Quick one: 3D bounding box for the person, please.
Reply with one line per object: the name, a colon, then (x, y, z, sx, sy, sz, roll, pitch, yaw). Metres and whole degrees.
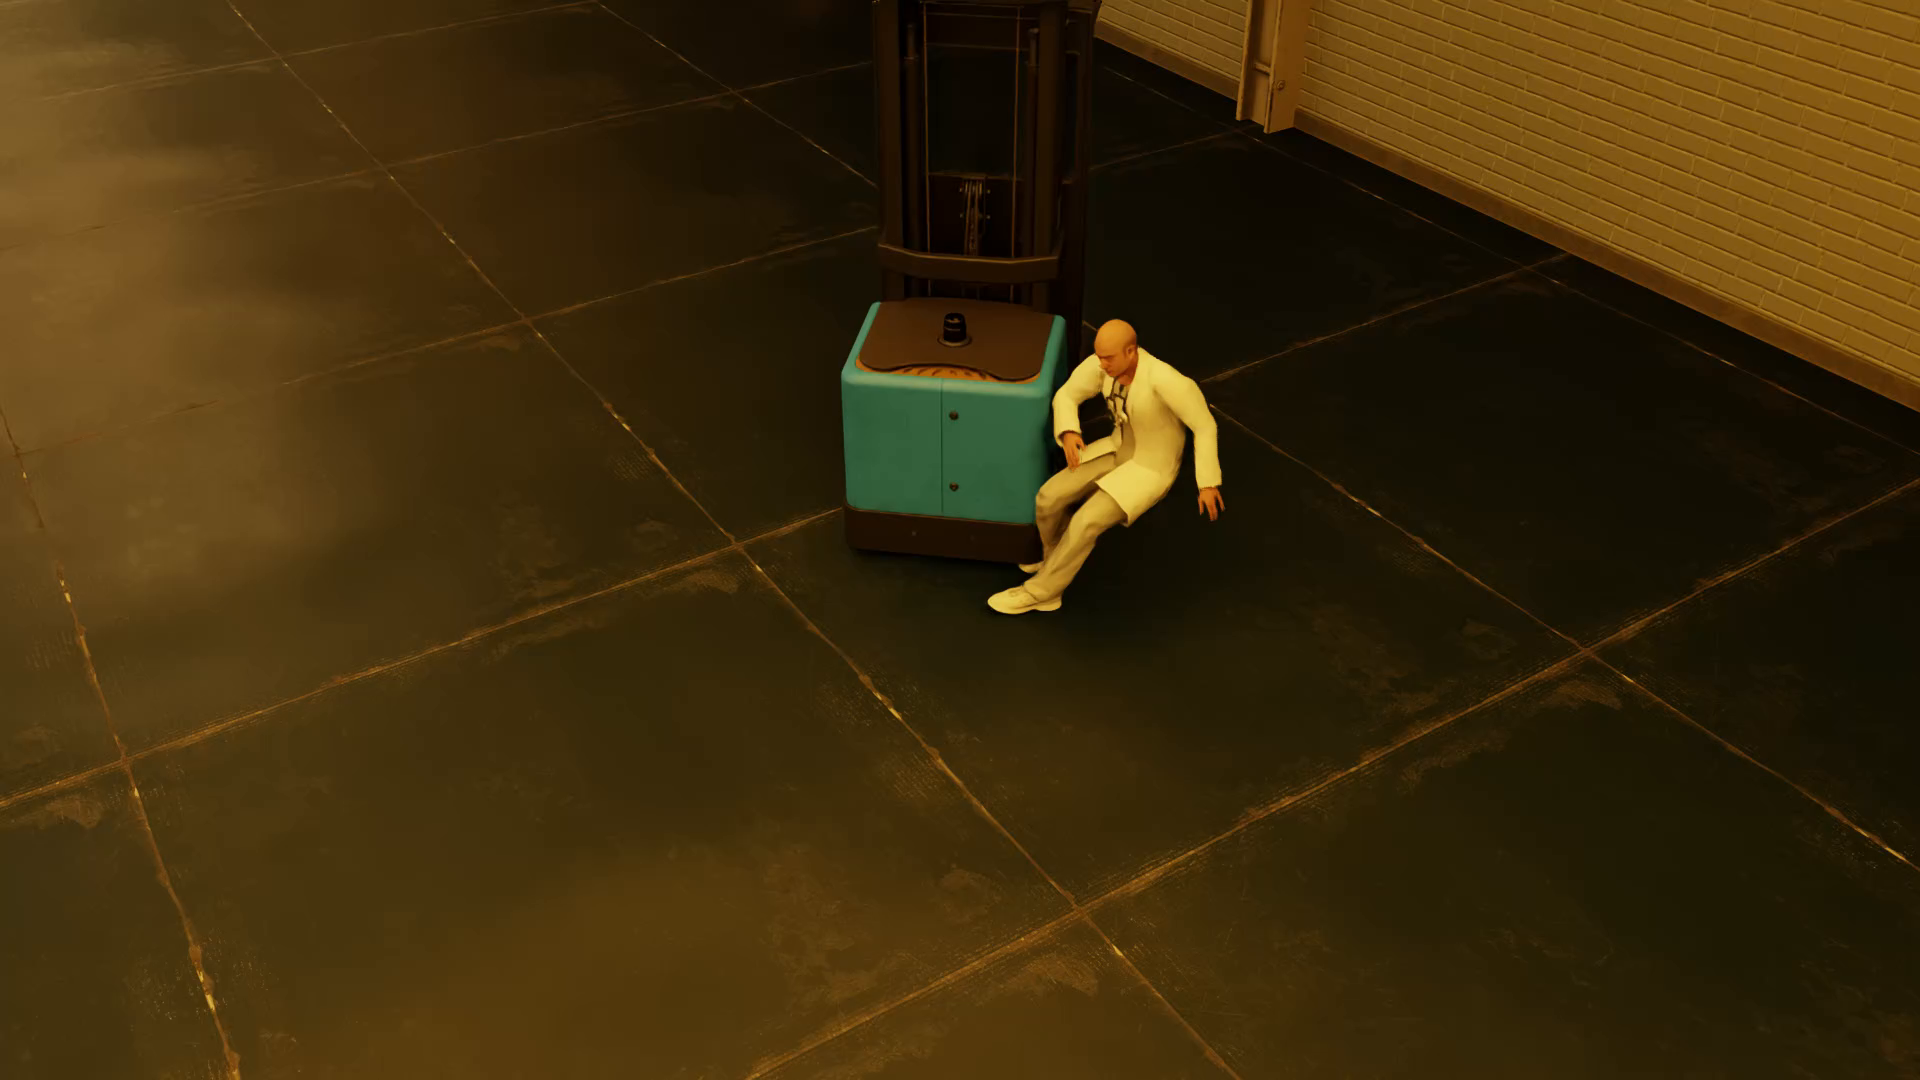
person: (0.652, -0.279, 7.872, 0.962, 1.539, 0.950, -23, 41, -29)

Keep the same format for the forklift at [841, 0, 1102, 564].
forklift: (0.152, -1.914, 8.872, 1.130, 2.935, 3.031, 5, 35, 7)
